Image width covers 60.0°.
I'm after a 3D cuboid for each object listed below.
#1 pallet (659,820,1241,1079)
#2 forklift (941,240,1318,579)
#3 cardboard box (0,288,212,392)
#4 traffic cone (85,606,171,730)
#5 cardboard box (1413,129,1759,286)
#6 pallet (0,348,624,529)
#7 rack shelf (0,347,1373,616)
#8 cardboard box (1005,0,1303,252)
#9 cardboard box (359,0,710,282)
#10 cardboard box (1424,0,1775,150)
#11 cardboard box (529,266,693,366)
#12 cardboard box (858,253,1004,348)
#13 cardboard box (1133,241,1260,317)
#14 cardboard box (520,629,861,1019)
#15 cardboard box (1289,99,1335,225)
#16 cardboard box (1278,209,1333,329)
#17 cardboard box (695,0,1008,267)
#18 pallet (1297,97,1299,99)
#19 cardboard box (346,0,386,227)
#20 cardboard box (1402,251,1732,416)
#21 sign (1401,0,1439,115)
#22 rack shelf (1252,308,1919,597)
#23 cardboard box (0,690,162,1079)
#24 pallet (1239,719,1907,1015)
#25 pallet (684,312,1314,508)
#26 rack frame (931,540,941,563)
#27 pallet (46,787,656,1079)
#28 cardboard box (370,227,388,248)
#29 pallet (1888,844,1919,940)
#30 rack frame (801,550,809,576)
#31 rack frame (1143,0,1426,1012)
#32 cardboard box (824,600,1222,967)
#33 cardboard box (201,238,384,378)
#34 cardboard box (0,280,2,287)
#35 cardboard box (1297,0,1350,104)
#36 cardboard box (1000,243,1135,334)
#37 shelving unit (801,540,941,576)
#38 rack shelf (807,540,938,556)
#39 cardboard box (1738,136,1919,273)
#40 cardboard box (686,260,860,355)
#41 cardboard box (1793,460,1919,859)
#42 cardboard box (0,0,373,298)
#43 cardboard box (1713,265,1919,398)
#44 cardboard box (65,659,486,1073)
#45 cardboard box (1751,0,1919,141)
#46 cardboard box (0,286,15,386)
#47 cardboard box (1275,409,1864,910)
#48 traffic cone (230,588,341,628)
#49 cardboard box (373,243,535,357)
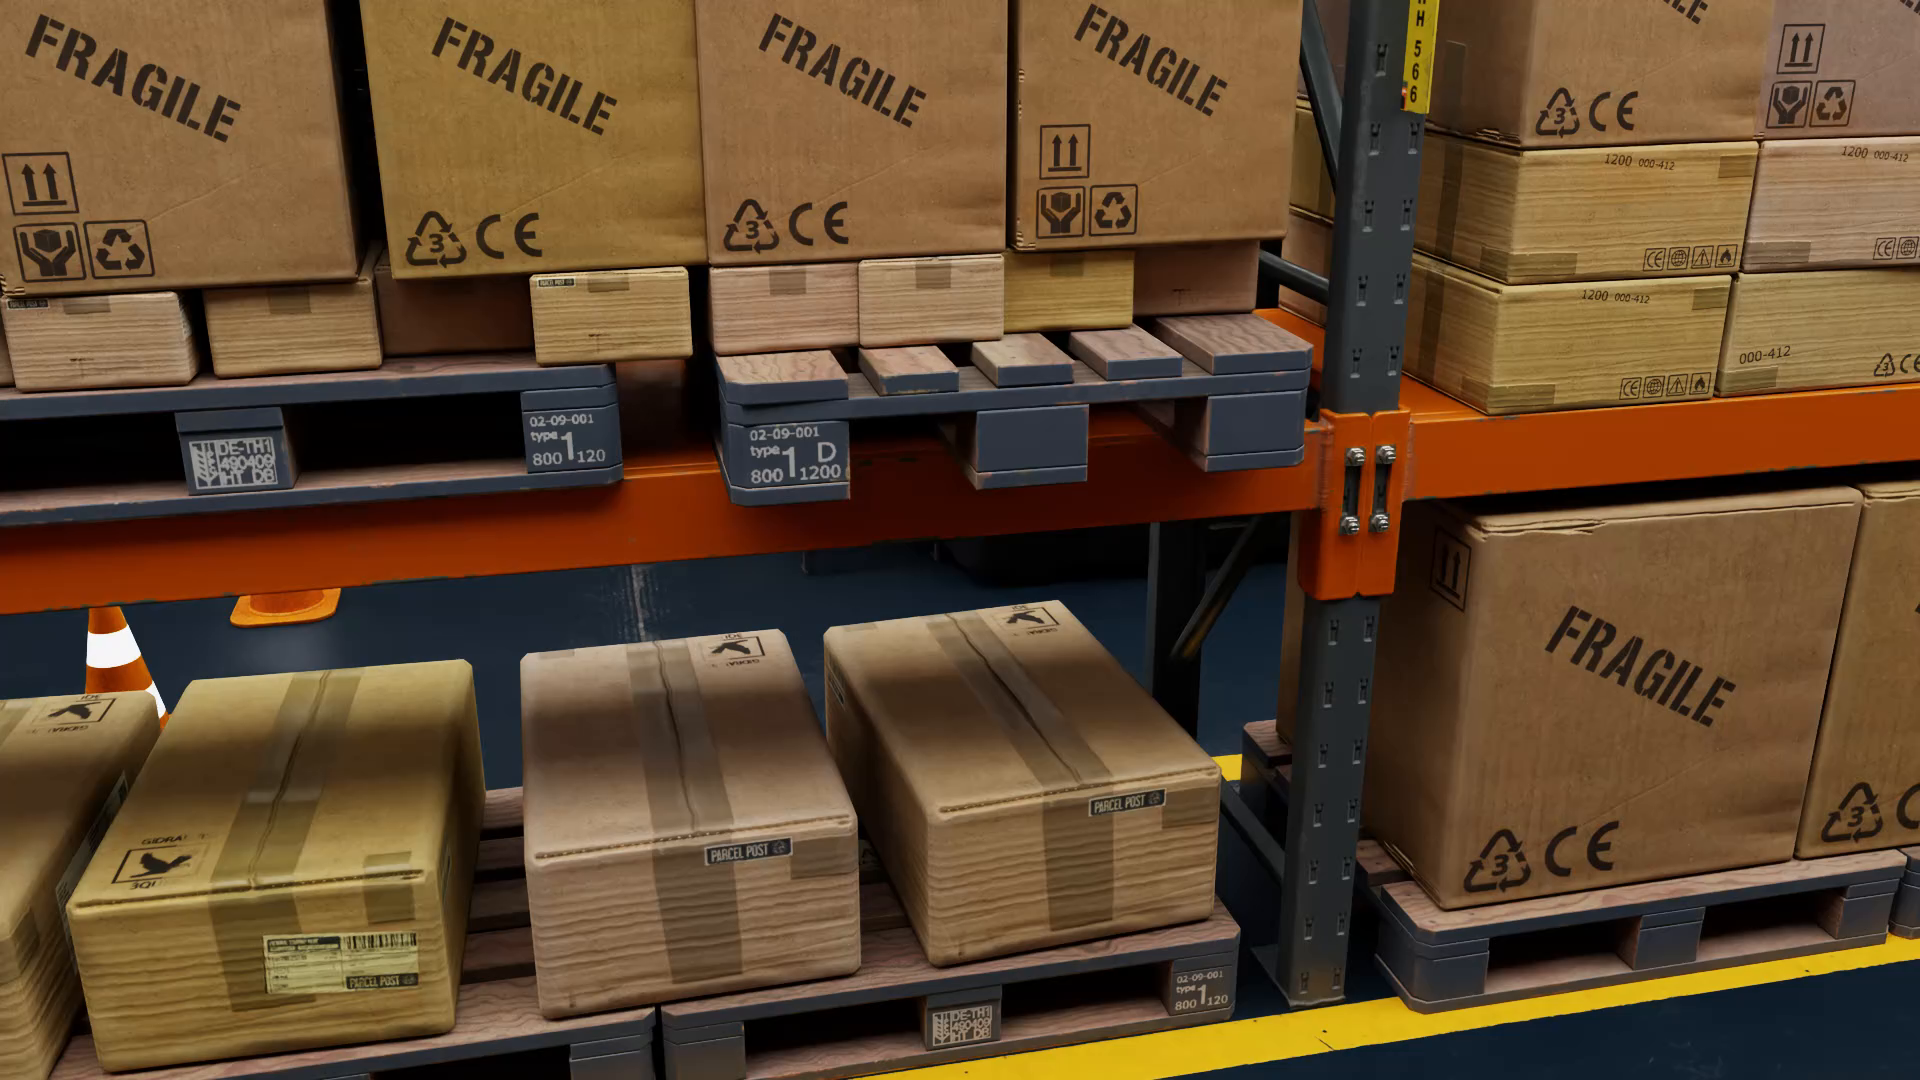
[{"bbox_3d":[-0.107,0.799,3.825,1.213,0.211,1.003,-5,21,-12],"label":"pallet"},{"bbox_3d":[1.347,-1.503,6.158,3.031,2.935,1.130,-5,21,-14],"label":"forklift"},{"bbox_3d":[-1.353,-0.366,2.707,0.250,0.149,0.380,-4,20,-10],"label":"cardboard box"},{"bbox_3d":[-2.354,0.370,4.633,0.334,0.463,0.336,-5,21,-12],"label":"traffic cone"},{"bbox_3d":[1.204,-0.693,3.337,0.500,0.250,0.500,-5,21,-13],"label":"cardboard box"},{"bbox_3d":[-1.263,-0.311,3.081,1.213,0.211,1.003,-5,21,-12],"label":"pallet"},{"bbox_3d":[-1.292,-0.075,3.205,4.000,0.370,1.077,-5,21,-12],"label":"rack shelf"},{"bbox_3d":[0.275,-0.826,3.020,0.500,0.500,0.500,-5,21,-14],"label":"cardboard box"},{"bbox_3d":[-0.716,-0.741,2.789,0.500,0.500,0.500,-6,21,-16],"label":"cardboard box"},{"bbox_3d":[1.190,-1.045,3.207,0.500,0.500,0.500,-5,21,-14],"label":"cardboard box"},{"bbox_3d":[-0.602,-0.422,2.860,0.250,0.149,0.380,-4,21,-12],"label":"cardboard box"},{"bbox_3d":[-0.090,-0.465,2.979,0.250,0.149,0.380,-5,21,-13],"label":"cardboard box"},{"bbox_3d":[0.389,-0.546,3.198,0.250,0.149,0.380,-4,20,-10],"label":"cardboard box"},{"bbox_3d":[-0.615,0.568,3.613,0.625,0.372,0.950,-5,21,-14],"label":"cardboard box"},{"bbox_3d":[1.067,-0.859,3.790,0.500,0.250,0.500,-5,21,-13],"label":"cardboard box"},{"bbox_3d":[1.086,-0.628,3.886,0.500,0.250,0.500,-5,21,-14],"label":"cardboard box"},{"bbox_3d":[-0.225,-0.782,2.899,0.500,0.500,0.500,-5,21,-13],"label":"cardboard box"},{"bbox_3d":[1.333,-2.301,8.513,1.213,0.211,1.003,-5,21,-12],"label":"pallet"},{"bbox_3d":[-1.347,-0.872,3.146,0.500,0.500,0.500,-5,21,-15],"label":"cardboard box"},{"bbox_3d":[1.188,-0.455,3.415,0.500,0.250,0.500,-5,21,-13],"label":"cardboard box"},{"bbox_3d":[0.788,-0.897,2.834,0.005,0.325,0.100,-5,21,-12],"label":"sign"},{"bbox_3d":[2.600,-0.392,4.069,4.000,0.370,1.077,-5,21,-12],"label":"rack shelf"},{"bbox_3d":[-2.030,0.682,3.303,0.625,0.372,0.950,-3,20,-9],"label":"cardboard box"},{"bbox_3d":[1.438,0.701,4.094,1.213,0.211,1.003,-5,21,-12],"label":"pallet"},{"bbox_3d":[-0.015,-0.389,3.295,1.003,0.211,1.213,-5,21,-12],"label":"pallet"},{"bbox_3d":[-0.131,-0.970,5.909,0.015,2.100,0.400,-5,21,-14],"label":"rack frame"},{"bbox_3d":[-1.292,0.895,3.565,1.213,0.211,1.003,-5,21,-12],"label":"pallet"},{"bbox_3d":[-1.020,-0.574,3.276,0.250,0.149,0.380,-4,20,-10],"label":"cardboard box"},{"bbox_3d":[2.623,0.605,4.355,1.213,0.211,1.003,-5,21,-12],"label":"pallet"},{"bbox_3d":[-0.601,-0.925,5.788,0.015,2.100,0.400,-5,21,-14],"label":"rack frame"},{"bbox_3d":[0.654,-0.571,3.513,0.127,3.000,1.000,-5,21,-12],"label":"rack frame"},{"bbox_3d":[0.102,0.507,3.780,0.625,0.372,0.950,-6,21,-16],"label":"cardboard box"},{"bbox_3d":[-1.101,-0.397,2.791,0.250,0.149,0.380,-5,21,-14],"label":"cardboard box"},{"bbox_3d":[-1.745,-0.654,2.551,0.500,0.500,0.500,-5,21,-13],"label":"cardboard box"},{"bbox_3d":[1.097,-1.216,3.675,0.500,0.500,0.500,-5,21,-14],"label":"cardboard box"},{"bbox_3d":[0.145,-0.500,3.074,0.250,0.149,0.380,-4,21,-12],"label":"cardboard box"},{"bbox_3d":[-0.366,-0.947,5.848,0.503,2.100,0.431,-5,21,-14],"label":"shelving unit"},{"bbox_3d":[-0.366,-0.277,6.094,0.480,0.518,0.431,-5,21,-14],"label":"rack shelf"},{"bbox_3d":[1.707,-0.734,3.448,0.500,0.250,0.500,-4,21,-11],"label":"cardboard box"},{"bbox_3d":[-0.337,-0.448,2.932,0.250,0.149,0.380,-6,21,-15],"label":"cardboard box"},{"bbox_3d":[2.214,0.133,4.069,0.875,0.875,0.875,-4,21,-12],"label":"cardboard box"},{"bbox_3d":[-1.247,-0.698,2.672,0.500,0.500,0.500,-6,21,-15],"label":"cardboard box"},{"bbox_3d":[1.684,-0.502,3.542,0.500,0.250,0.500,-5,21,-14],"label":"cardboard box"},{"bbox_3d":[-1.354,0.626,3.455,0.625,0.372,0.950,-4,20,-11],"label":"cardboard box"},{"bbox_3d":[1.671,-1.087,3.323,0.500,0.500,0.500,-5,21,-12],"label":"cardboard box"},{"bbox_3d":[-1.624,-0.362,2.697,0.250,0.149,0.380,-4,21,-12],"label":"cardboard box"},{"bbox_3d":[1.345,0.202,3.880,0.875,0.875,0.875,-5,21,-13],"label":"cardboard box"},{"bbox_3d":[-2.302,0.012,5.609,0.334,0.463,0.336,-5,21,-12],"label":"traffic cone"},{"bbox_3d":[-0.875,-0.444,2.921,0.250,0.149,0.380,-4,21,-12],"label":"cardboard box"}]
